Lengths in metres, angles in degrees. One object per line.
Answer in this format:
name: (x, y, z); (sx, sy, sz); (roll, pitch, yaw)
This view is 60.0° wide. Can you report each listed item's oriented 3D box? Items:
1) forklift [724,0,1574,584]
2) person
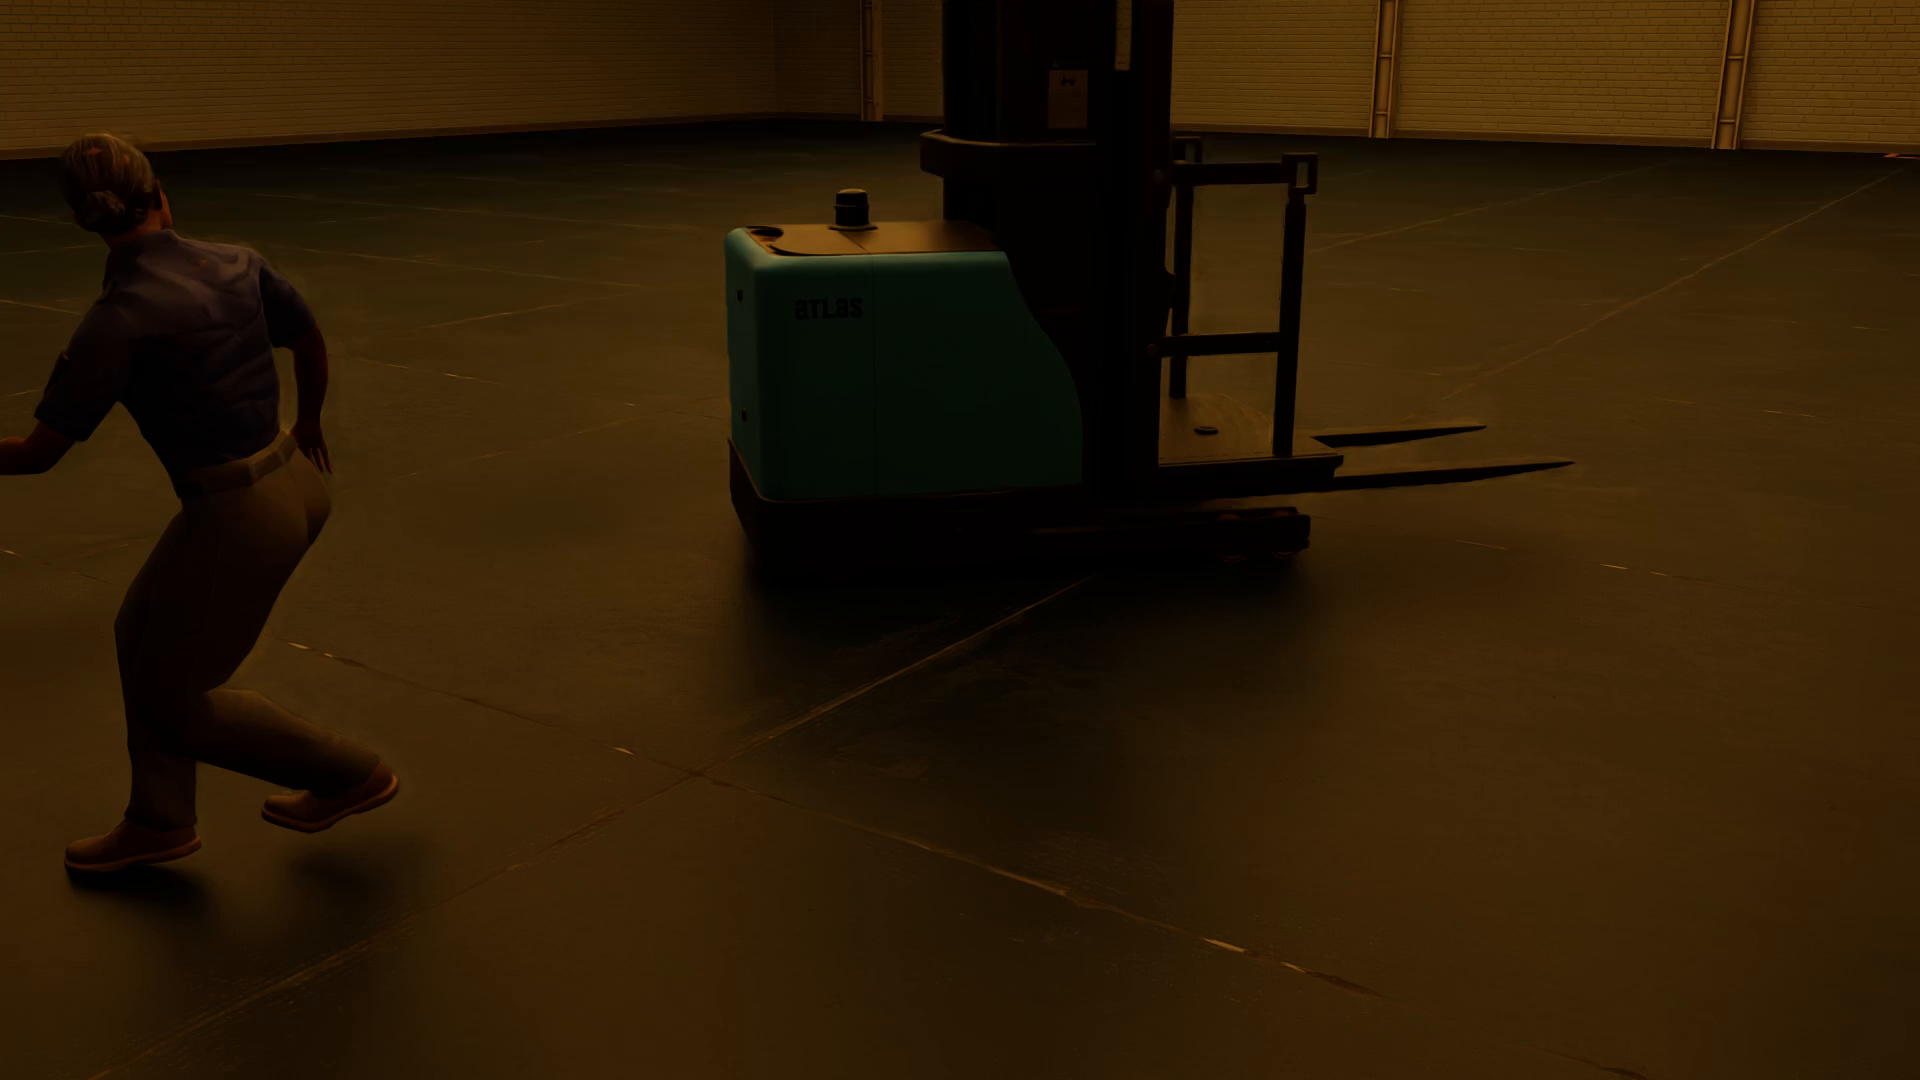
forklift: (0.721, -1.468, 5.742); (3.031, 2.935, 1.130); (-4, 17, -13)
person: (-1.643, -0.079, 3.511); (0.817, 1.531, 0.785); (0, 17, -1)
